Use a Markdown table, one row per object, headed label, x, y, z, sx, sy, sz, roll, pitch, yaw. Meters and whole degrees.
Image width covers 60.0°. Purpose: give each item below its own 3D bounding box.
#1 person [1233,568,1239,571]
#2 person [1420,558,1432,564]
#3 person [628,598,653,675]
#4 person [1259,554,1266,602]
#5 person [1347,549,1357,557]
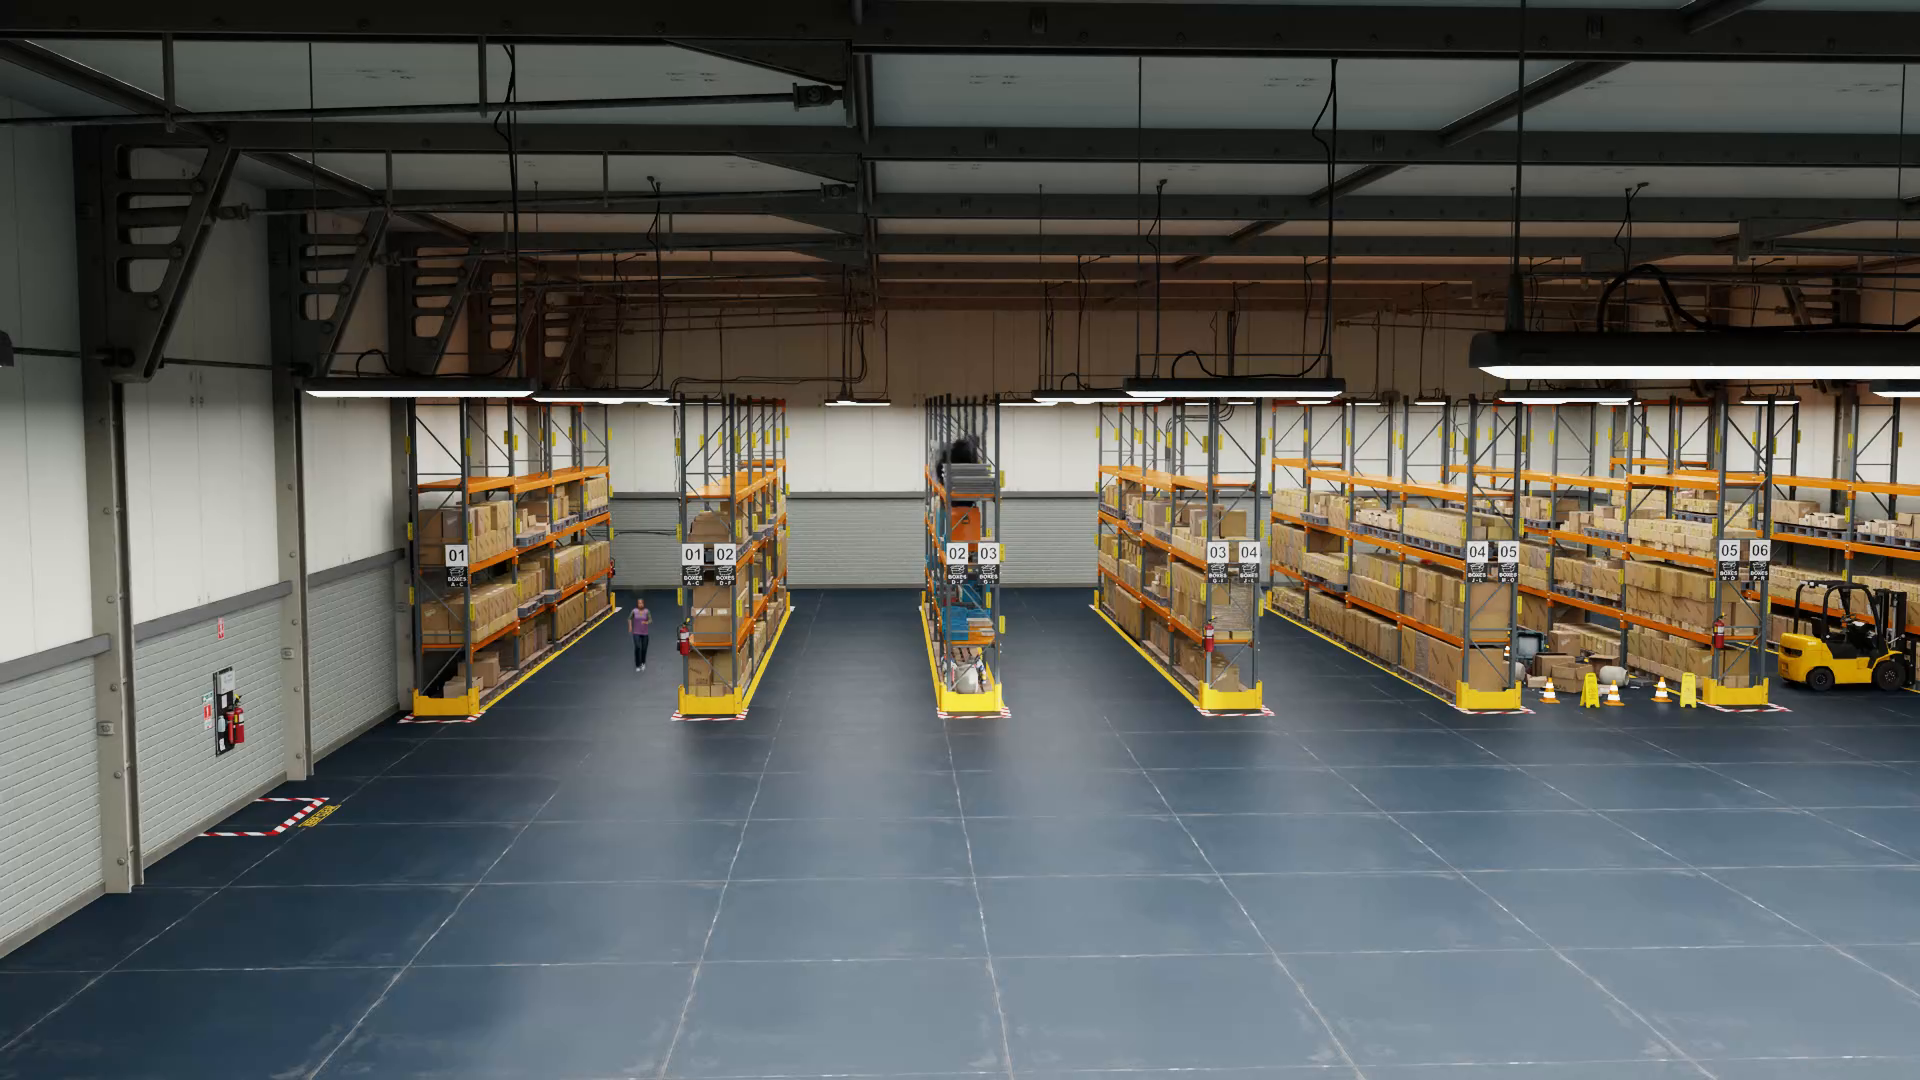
| label | x | y | z | sx | sy | sz | roll | pitch | yaw |
| --- | --- | --- | --- | --- | --- | --- | --- | --- | --- |
| person | 7.882 | 1.089 | 48.566 | 0.538 | 1.540 | 0.712 | -4 | 6 | -39 |
| person | 13.810 | 0.983 | 49.403 | 0.842 | 1.675 | 0.721 | 1 | 5 | 18 |
| person | -6.918 | 2.127 | 36.030 | 0.503 | 1.546 | 0.710 | -1 | 5 | -18 |
| person | 8.627 | 1.071 | 48.624 | 0.644 | 1.710 | 0.582 | -1 | 5 | -11 |
| person | 11.130 | 1.111 | 47.321 | 0.749 | 1.847 | 0.868 | -1 | 5 | -13 |
